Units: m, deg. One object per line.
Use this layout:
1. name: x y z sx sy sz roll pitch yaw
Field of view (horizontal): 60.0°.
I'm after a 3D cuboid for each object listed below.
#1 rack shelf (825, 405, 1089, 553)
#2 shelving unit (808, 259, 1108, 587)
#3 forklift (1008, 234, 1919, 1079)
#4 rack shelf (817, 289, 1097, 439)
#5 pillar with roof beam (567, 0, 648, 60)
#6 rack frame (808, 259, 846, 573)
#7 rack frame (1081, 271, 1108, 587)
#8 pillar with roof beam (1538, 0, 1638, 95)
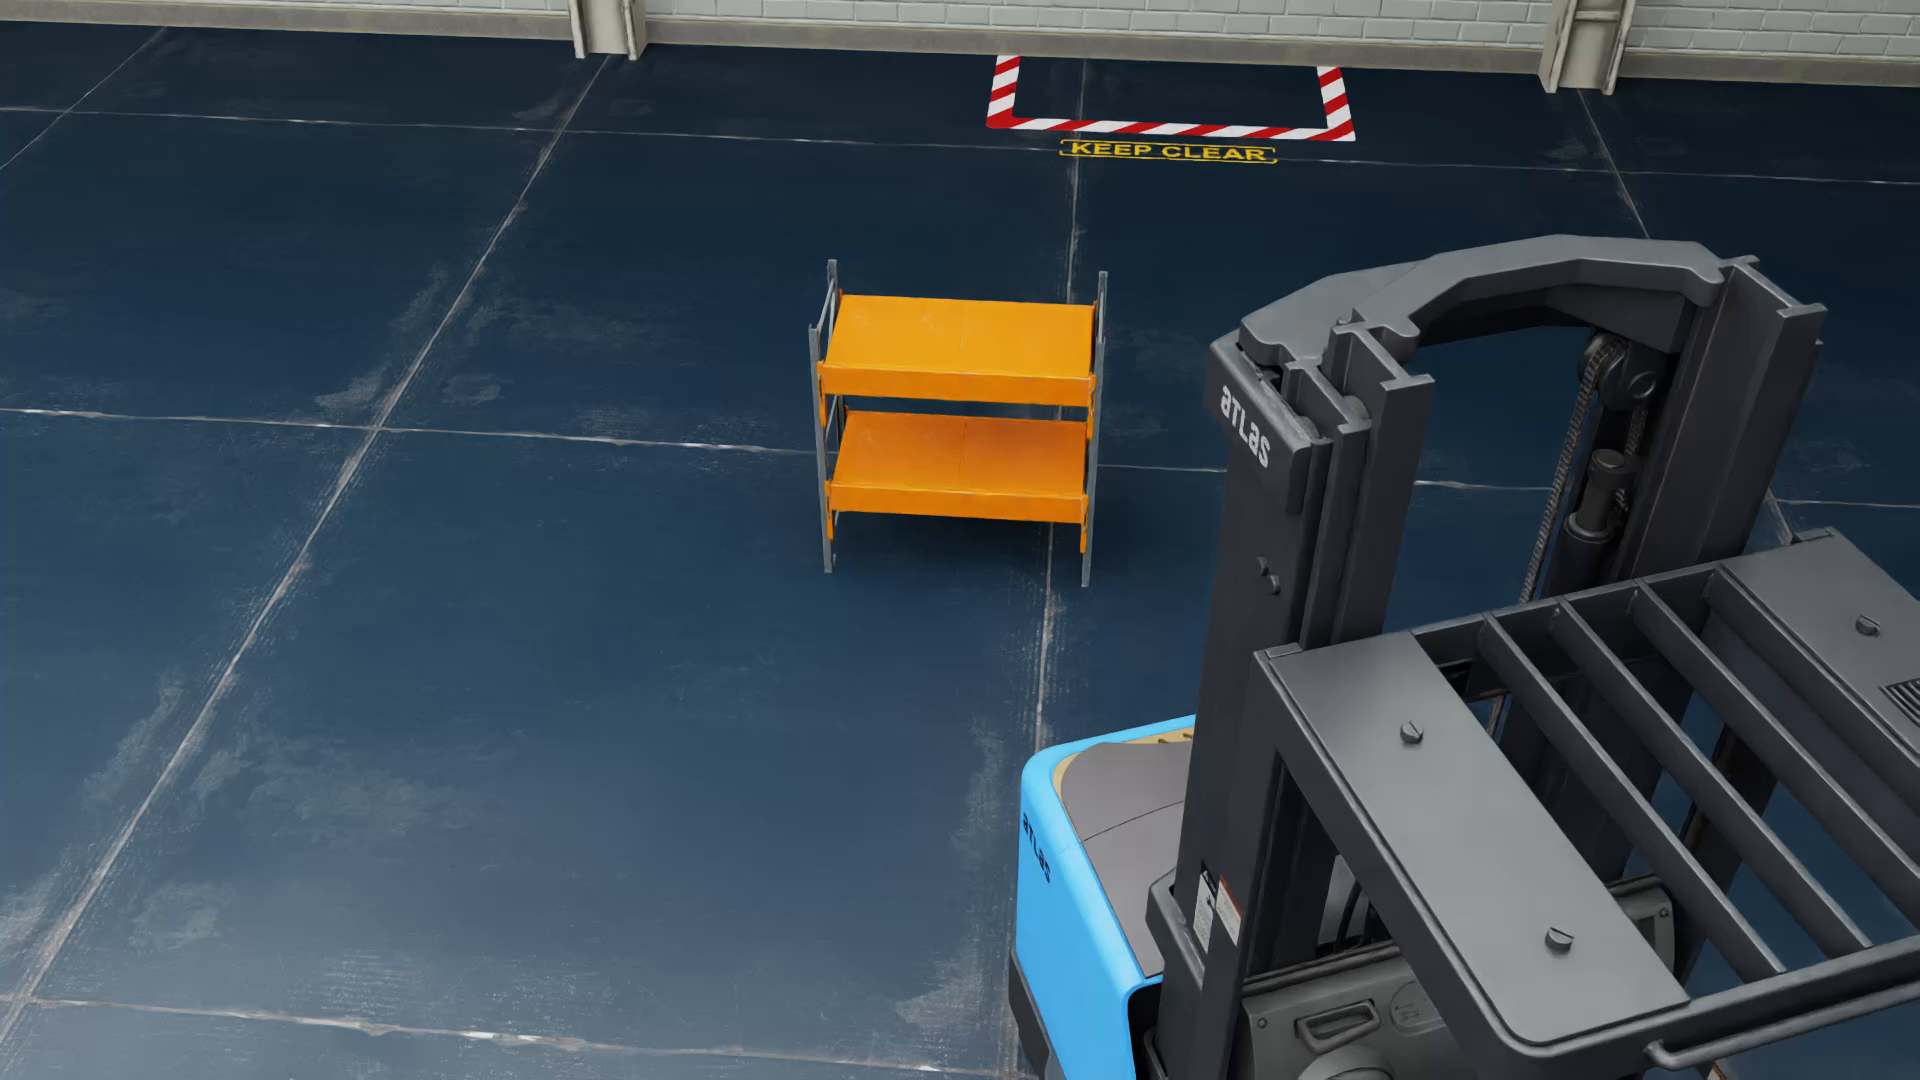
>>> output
1. rack shelf: 0.007 -0.246 6.549 1.000 0.278 0.538 3 39 4
2. shelving unit: 0.007 -0.436 6.394 1.048 1.125 0.538 3 39 4
3. forklift: 1.064 1.055 3.133 1.130 2.935 3.031 -11 40 -13
4. rack shelf: 0.007 -0.663 6.210 1.000 0.278 0.538 3 39 4
5. pillar with roof beam: -2.583 -3.908 4.423 0.400 9.000 9.100 3 39 4
6. rack frame: -0.500 -0.464 6.428 0.032 1.125 0.500 3 39 4
7. rack frame: 0.513 -0.408 6.360 0.032 1.125 0.500 3 39 4
8. pillar with roof beam: 3.394 -3.581 4.021 0.400 9.000 9.100 3 39 4
